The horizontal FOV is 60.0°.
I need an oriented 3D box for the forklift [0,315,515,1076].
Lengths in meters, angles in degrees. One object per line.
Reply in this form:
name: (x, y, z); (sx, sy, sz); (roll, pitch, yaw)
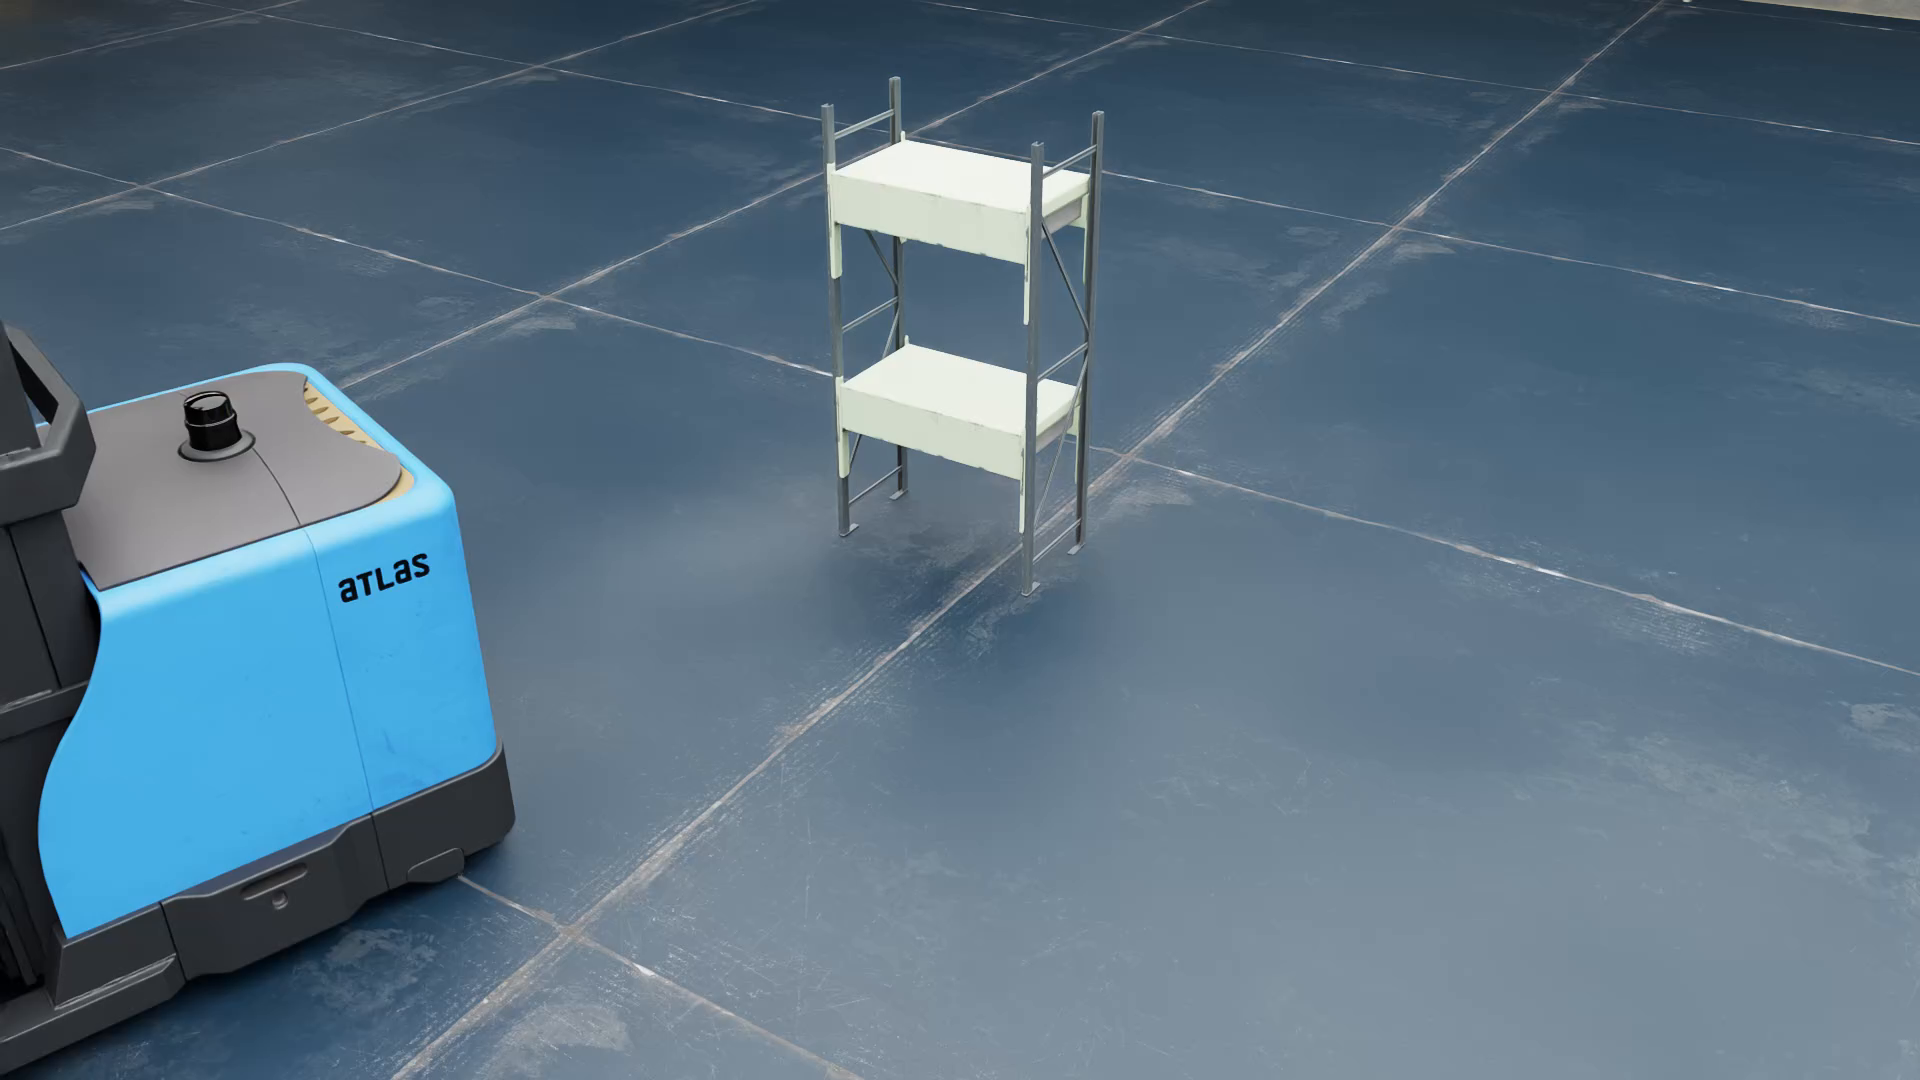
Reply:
forklift: (-2.626, -0.180, 3.149); (3.031, 2.935, 1.130); (-22, 37, -33)

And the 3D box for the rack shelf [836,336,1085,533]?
rack shelf: (0.006, -0.364, 5.533); (0.720, 0.370, 0.431); (18, 35, 27)

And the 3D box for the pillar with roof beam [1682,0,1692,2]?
pillar with roof beam: (3.291, -6.341, 7.690); (0.400, 9.000, 9.100); (18, 35, 27)

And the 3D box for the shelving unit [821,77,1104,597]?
shelving unit: (0.006, -0.646, 5.369); (0.755, 1.500, 0.431); (18, 35, 27)

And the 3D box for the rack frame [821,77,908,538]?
rack frame: (-0.304, -0.744, 5.537); (0.023, 1.500, 0.400); (18, 35, 27)

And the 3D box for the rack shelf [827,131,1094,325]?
rack shelf: (0.006, -0.983, 5.172); (0.720, 0.370, 0.431); (18, 35, 27)

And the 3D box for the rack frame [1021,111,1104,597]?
rack frame: (0.316, -0.548, 5.201); (0.023, 1.500, 0.400); (18, 35, 27)
